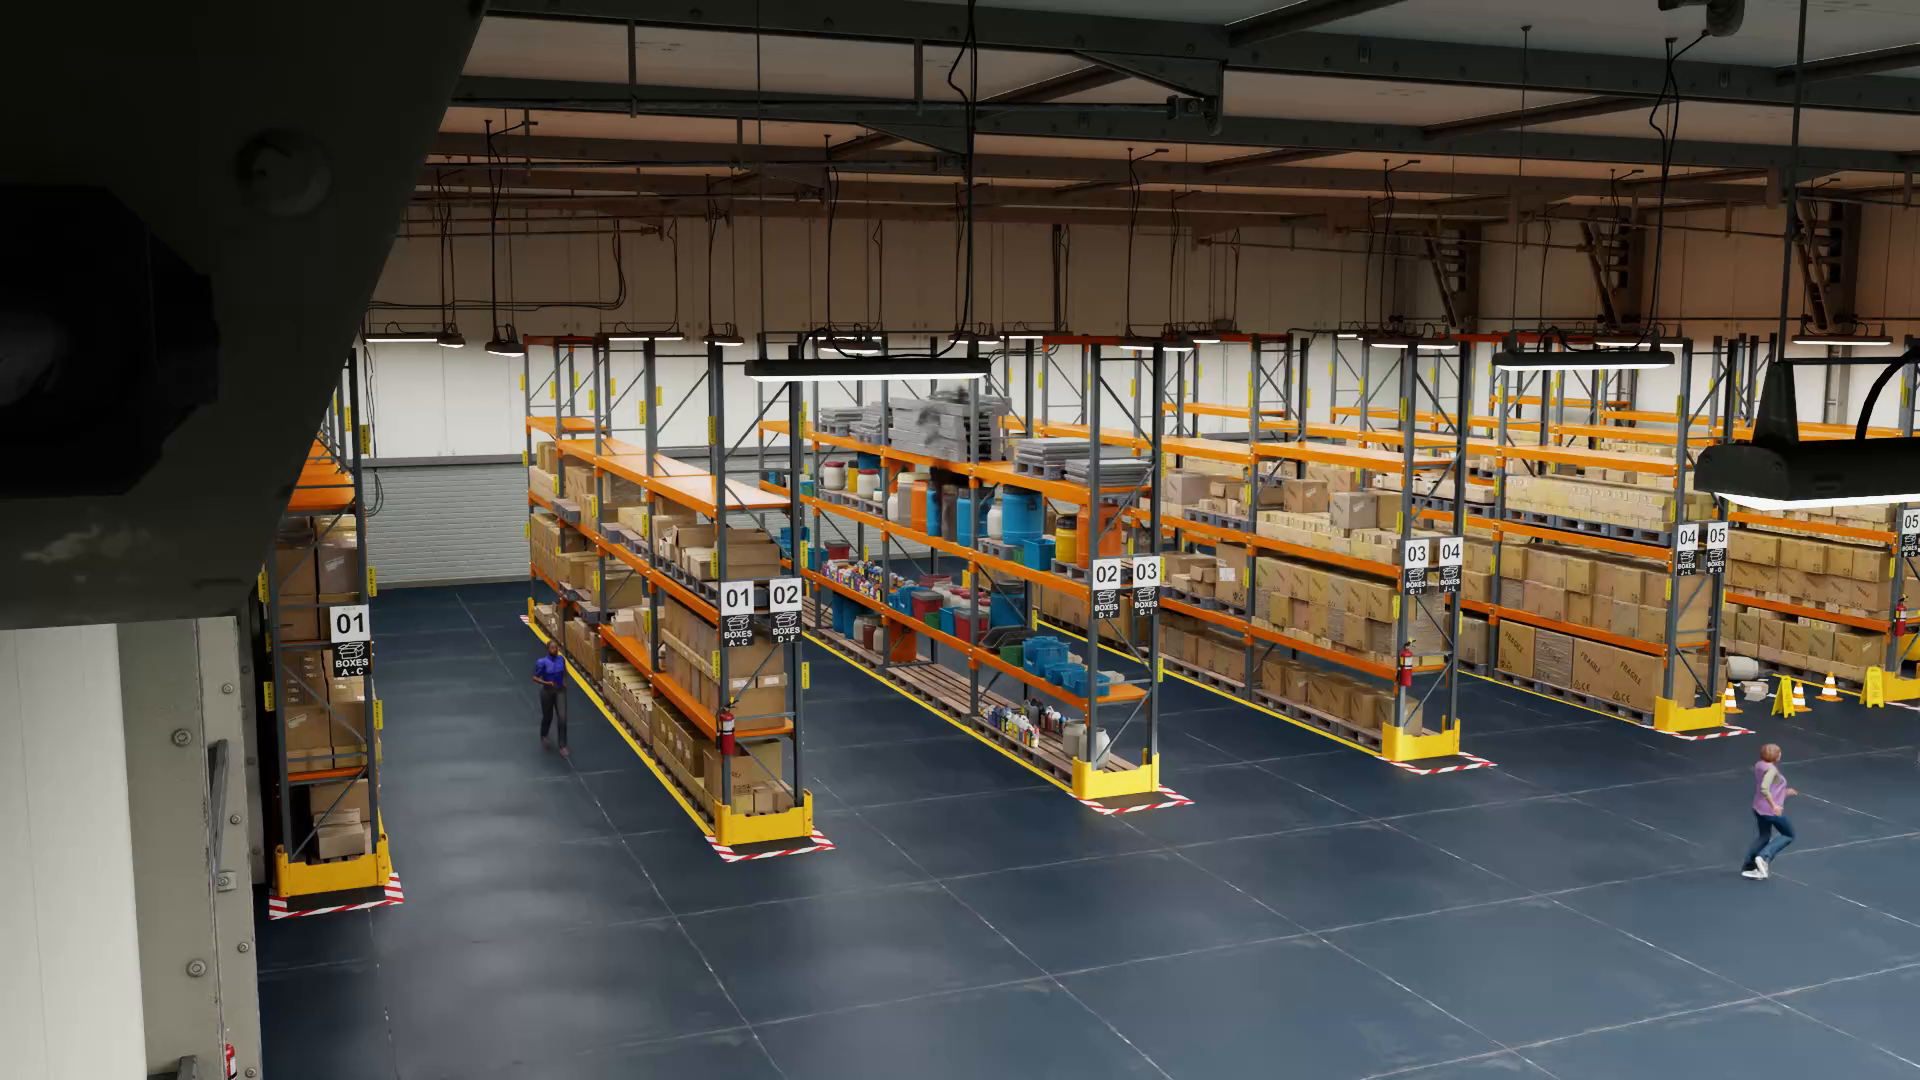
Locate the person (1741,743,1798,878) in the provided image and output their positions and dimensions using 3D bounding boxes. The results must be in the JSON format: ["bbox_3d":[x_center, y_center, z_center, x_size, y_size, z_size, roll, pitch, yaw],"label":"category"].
[{"bbox_3d":[9.163,3.061,18.763,0.596,1.562,0.515,0,8,-3],"label":"person"}]

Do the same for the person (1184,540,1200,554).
[{"bbox_3d":[5.724,-0.060,41.702,0.755,1.820,0.744,4,9,28],"label":"person"}]

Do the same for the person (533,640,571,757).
[{"bbox_3d":[-5.974,2.286,24.341,0.571,1.687,0.846,-4,9,-30],"label":"person"}]
